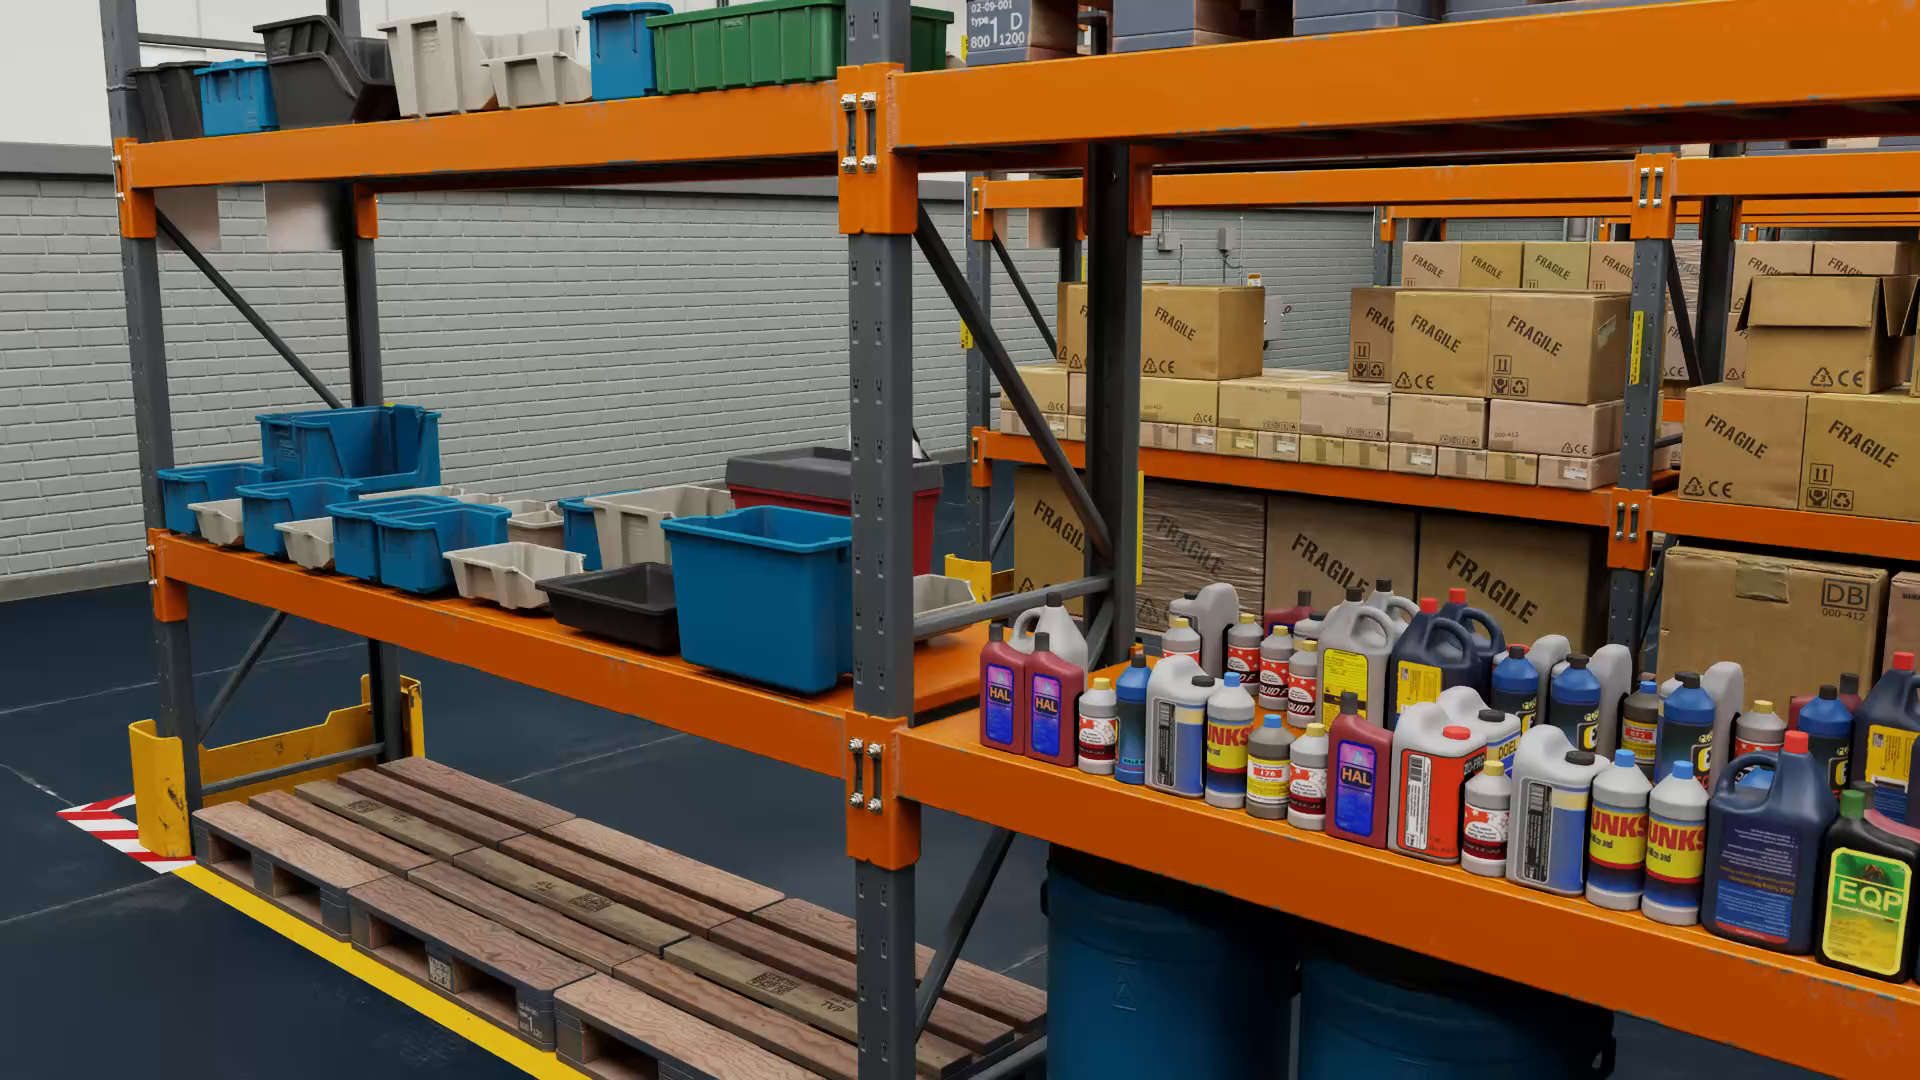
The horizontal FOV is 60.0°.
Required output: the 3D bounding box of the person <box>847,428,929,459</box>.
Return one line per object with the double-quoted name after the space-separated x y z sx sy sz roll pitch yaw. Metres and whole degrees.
-0.403 -0.106 9.468 0.395 1.767 0.526 5 11 27 "person"
